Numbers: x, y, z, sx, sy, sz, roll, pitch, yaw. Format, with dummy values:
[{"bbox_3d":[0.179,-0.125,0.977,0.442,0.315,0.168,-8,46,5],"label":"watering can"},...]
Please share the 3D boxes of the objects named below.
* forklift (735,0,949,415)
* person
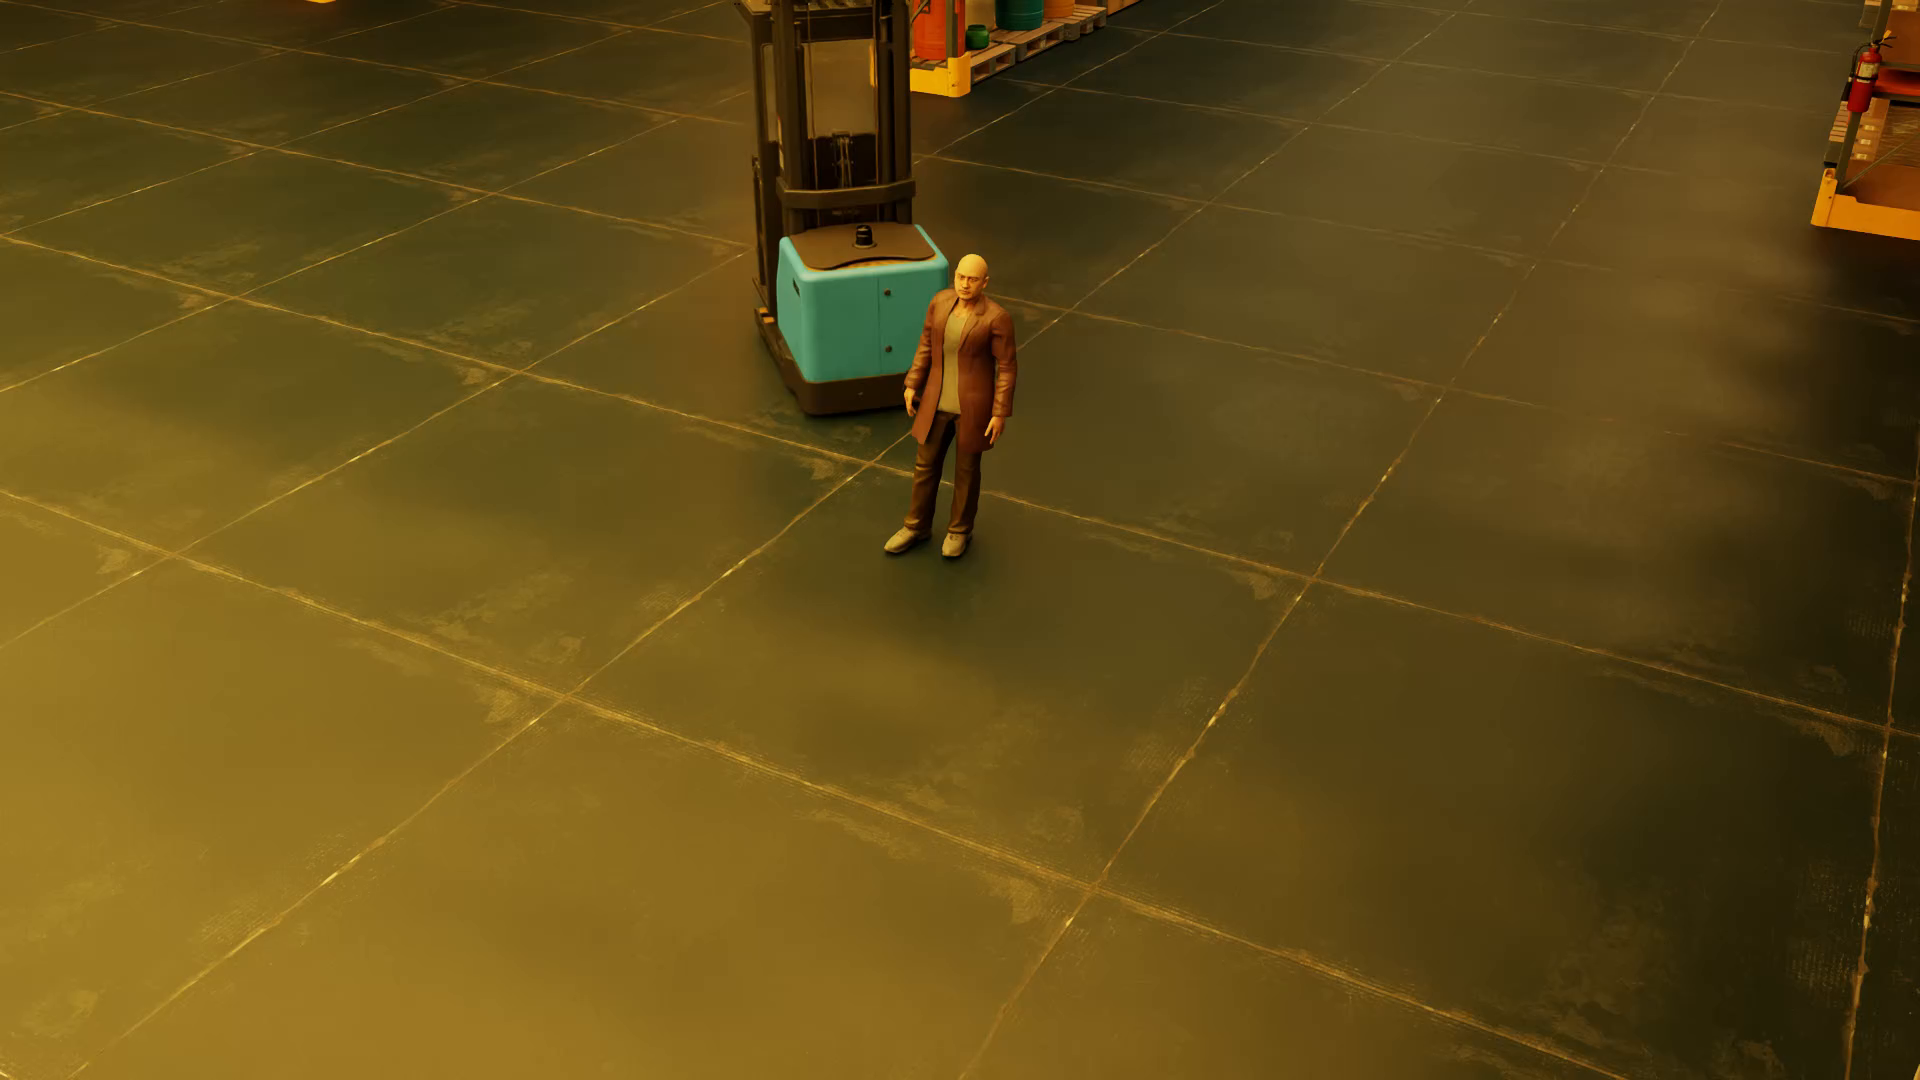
[{"bbox_3d":[-0.953,-2.845,12.001,1.130,2.935,3.031,-8,31,-14],"label":"forklift"},{"bbox_3d":[-0.048,-0.738,9.488,0.696,1.775,0.582,15,33,25],"label":"person"}]
